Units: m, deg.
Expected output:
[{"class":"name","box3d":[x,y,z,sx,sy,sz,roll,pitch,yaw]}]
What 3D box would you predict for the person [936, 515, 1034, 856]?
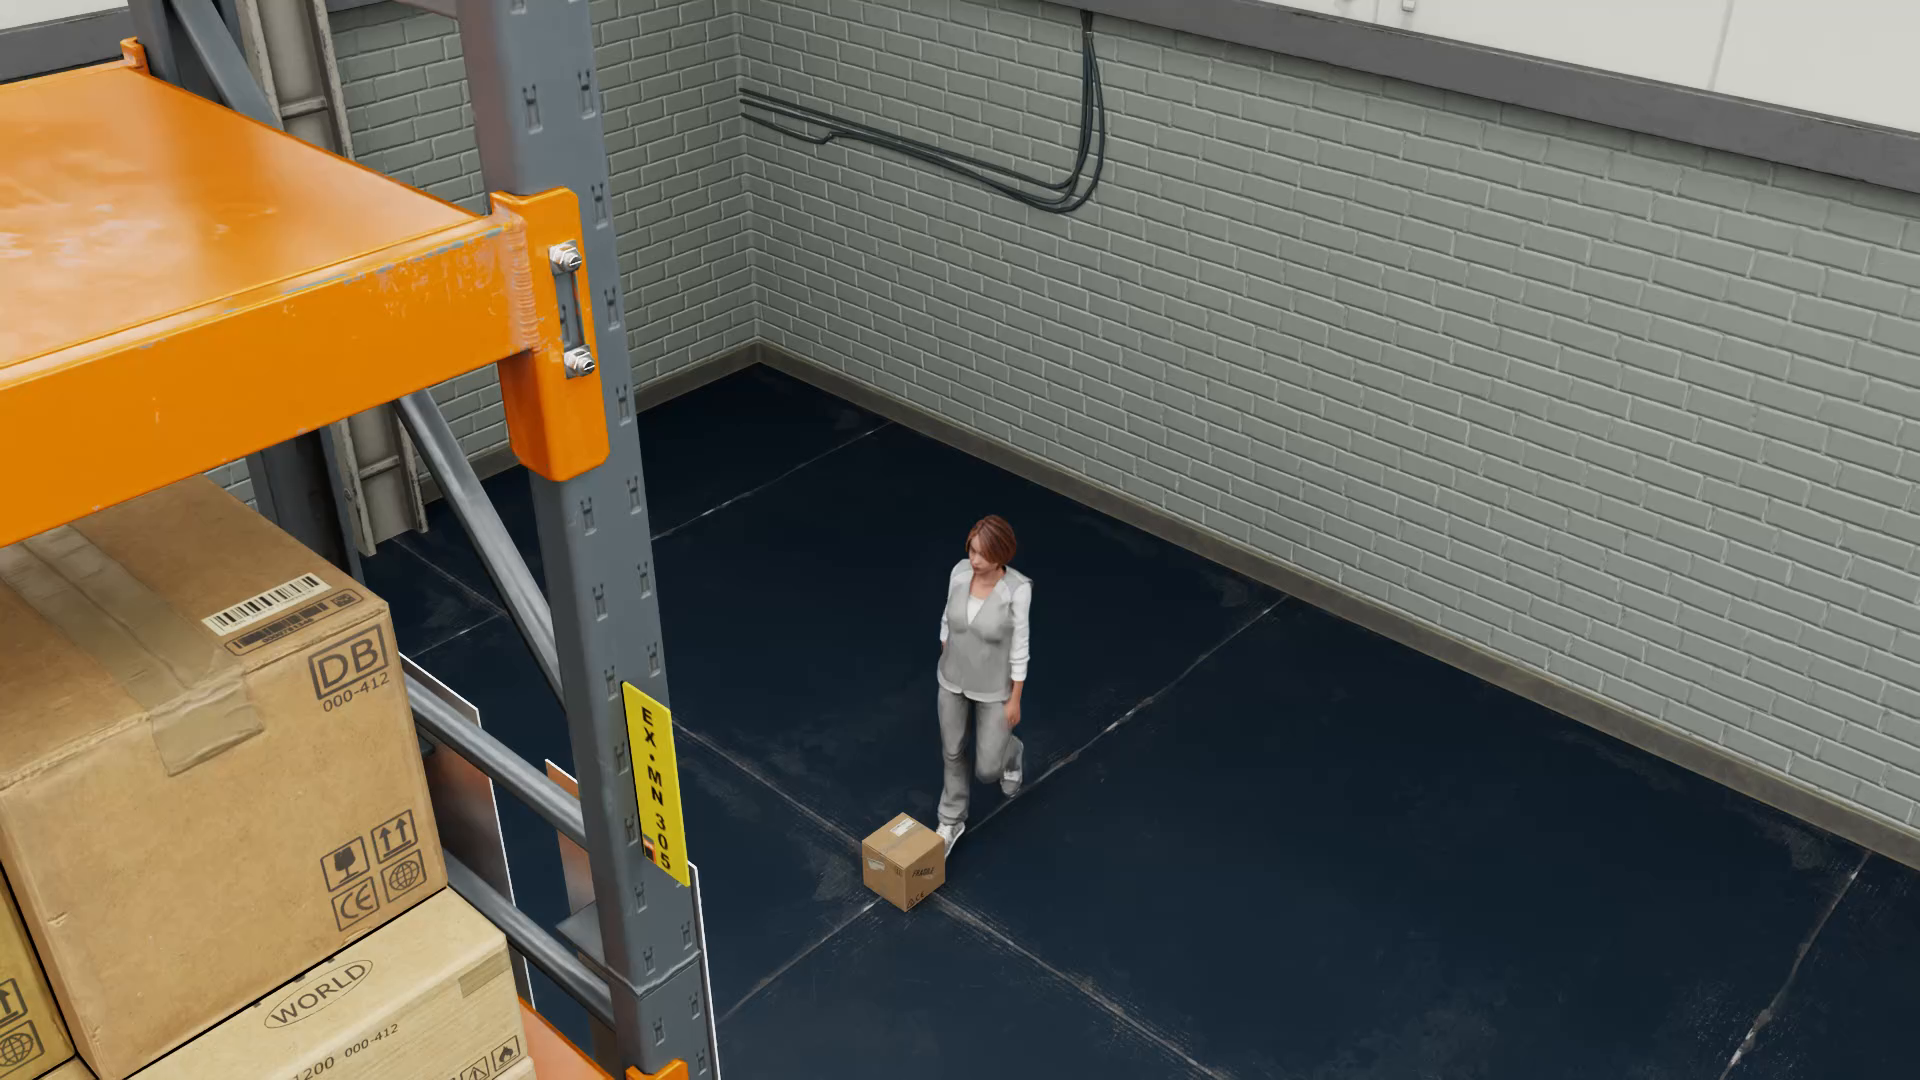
[{"class":"person","box3d":[0.088,0.610,6.994,0.432,1.591,0.578,16,35,24]}]
